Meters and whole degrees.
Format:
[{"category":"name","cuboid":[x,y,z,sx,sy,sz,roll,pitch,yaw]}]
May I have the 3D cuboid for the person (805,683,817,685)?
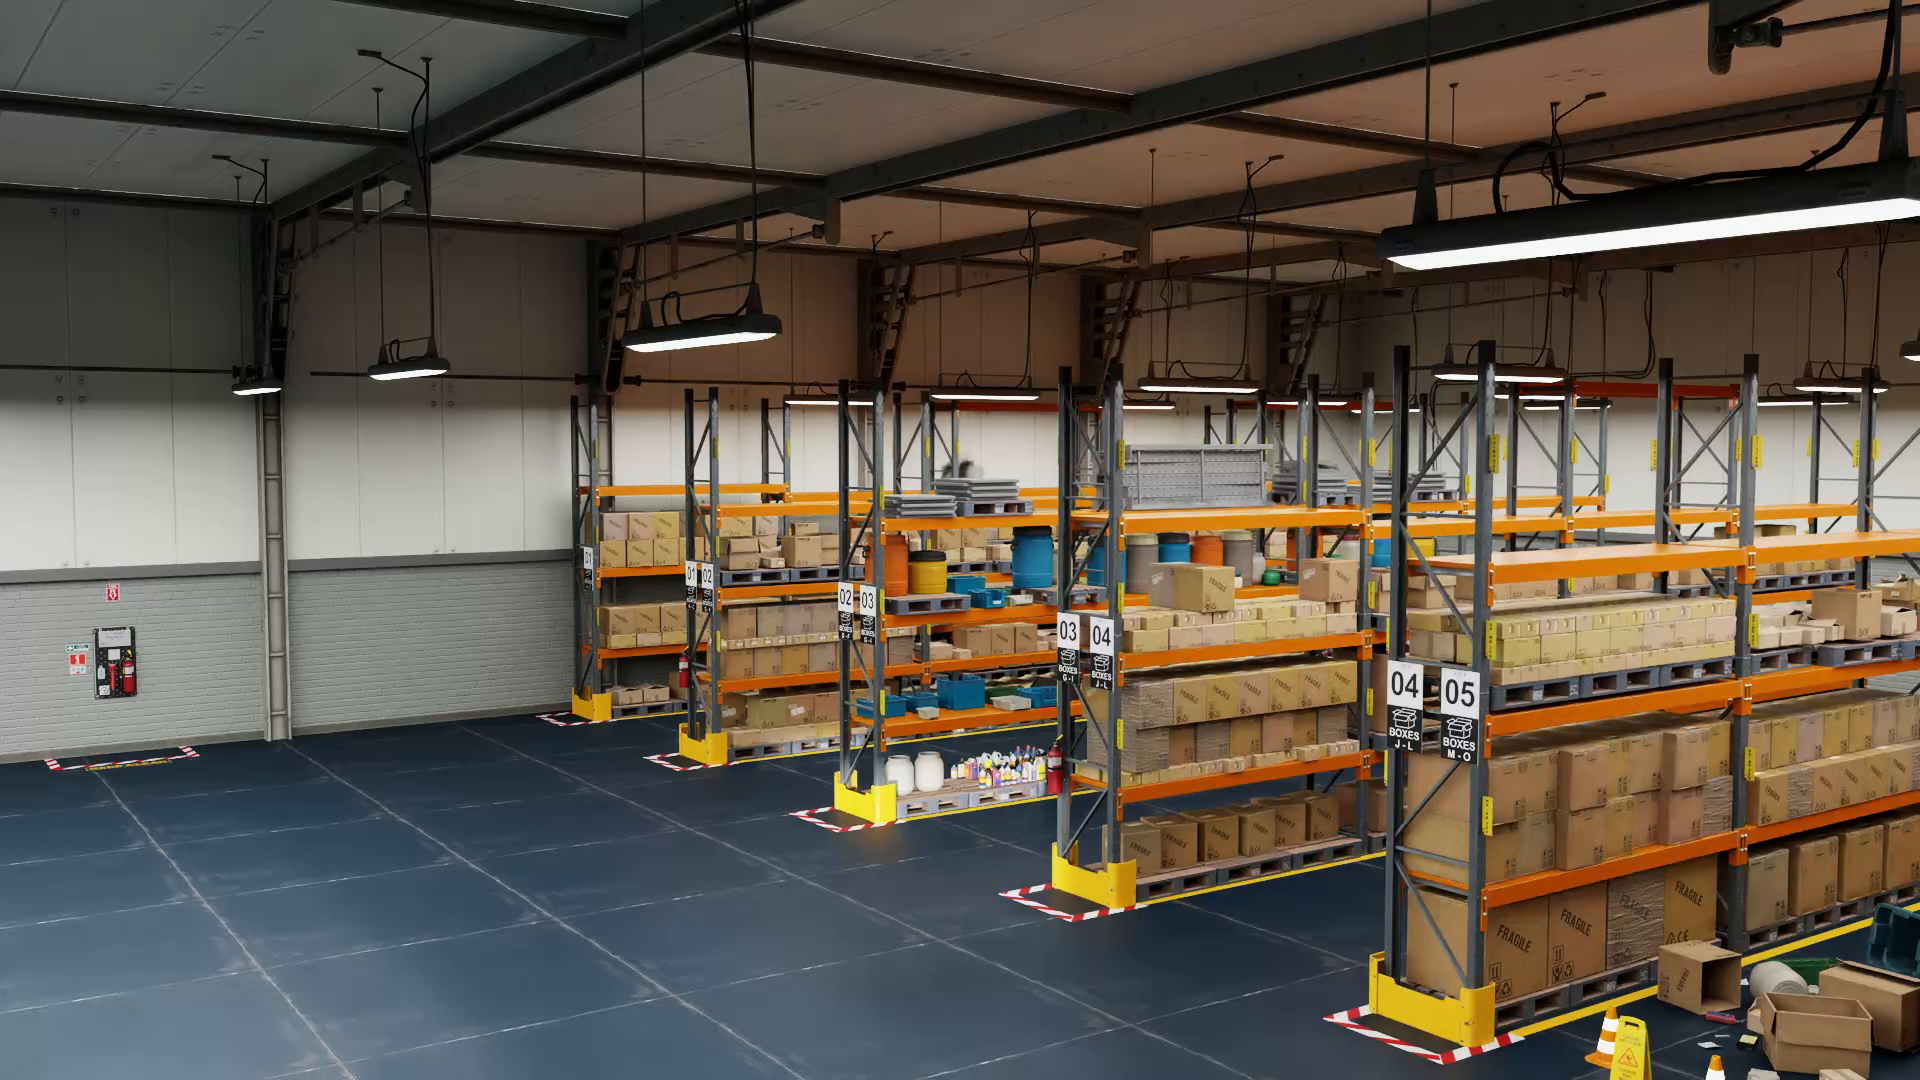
[{"category":"person","cuboid":[-2.685,2.483,30.228,0.733,1.834,0.671,-3,4,-37]}]
